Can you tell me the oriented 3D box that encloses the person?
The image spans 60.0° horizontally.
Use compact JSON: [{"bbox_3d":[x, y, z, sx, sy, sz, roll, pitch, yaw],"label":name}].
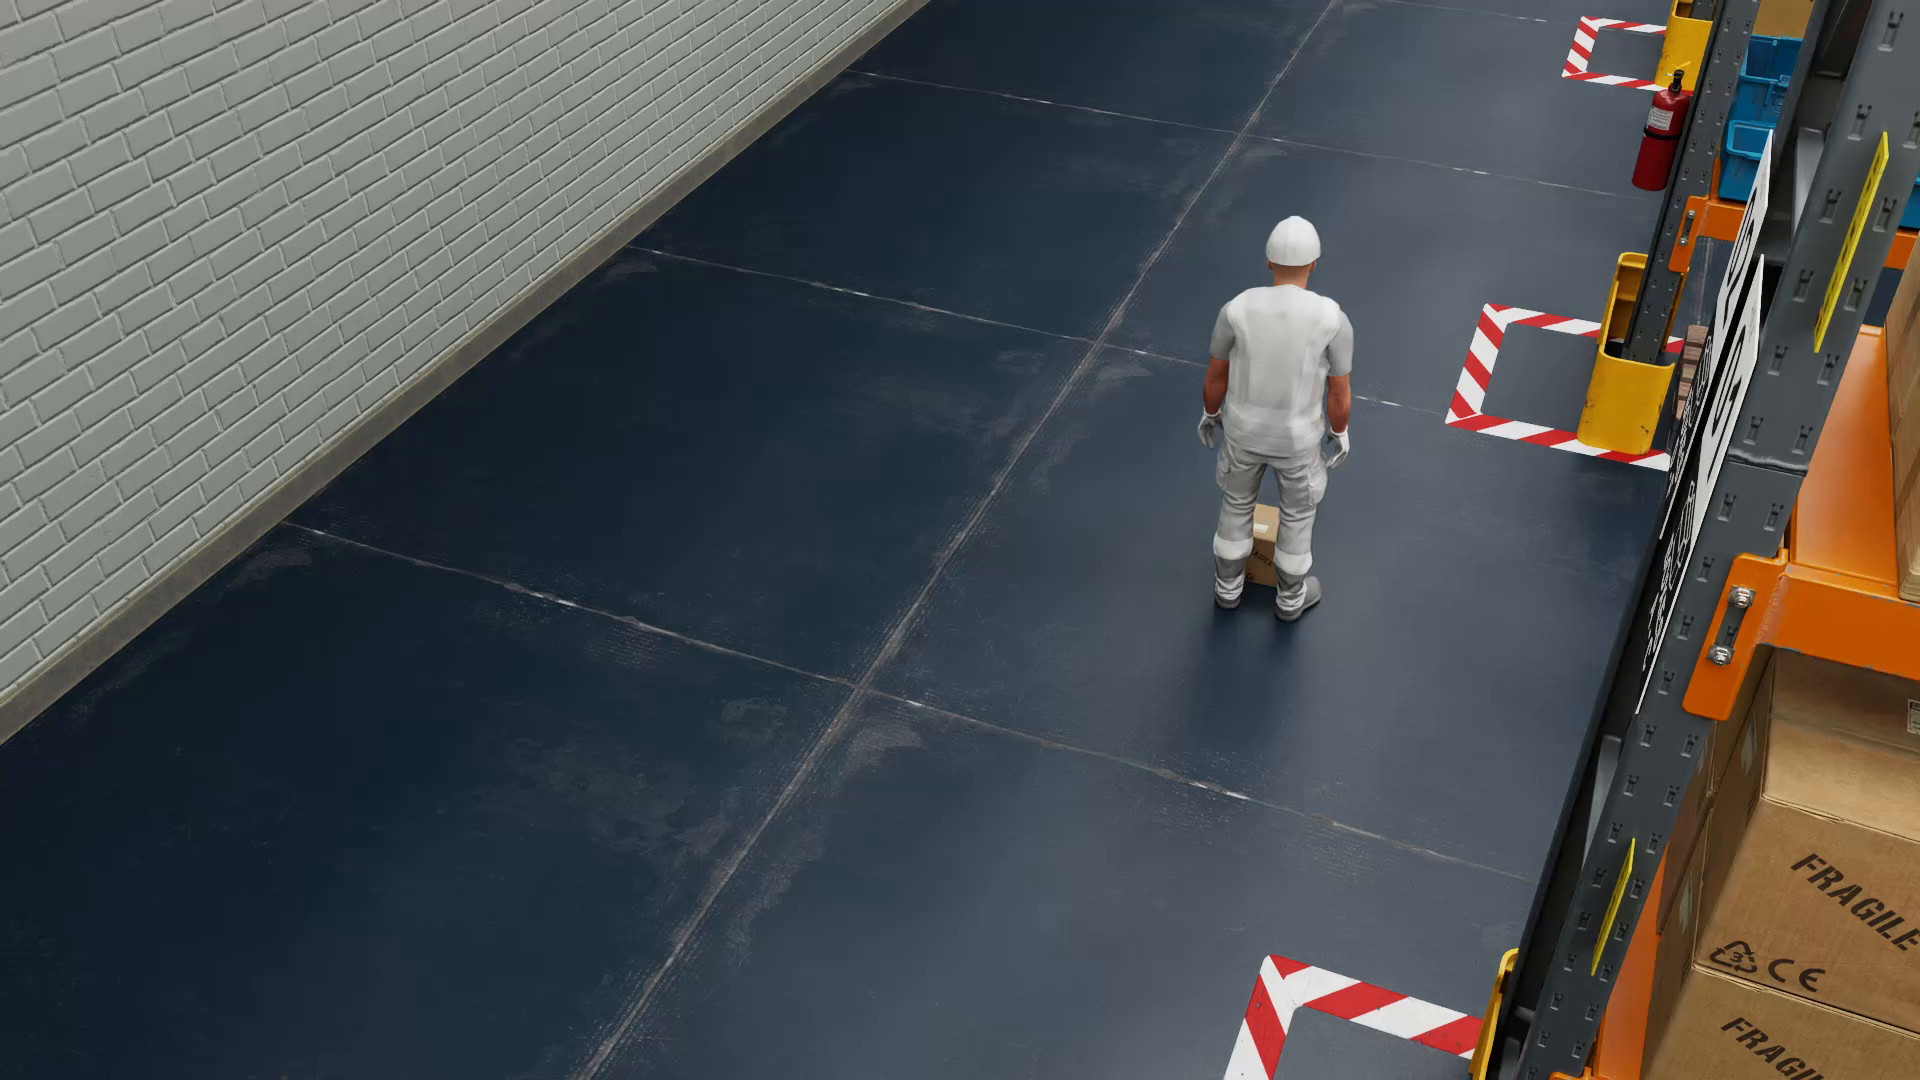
[{"bbox_3d":[1.273,-0.457,6.741,0.614,1.778,0.452,12,39,15],"label":"person"}]
